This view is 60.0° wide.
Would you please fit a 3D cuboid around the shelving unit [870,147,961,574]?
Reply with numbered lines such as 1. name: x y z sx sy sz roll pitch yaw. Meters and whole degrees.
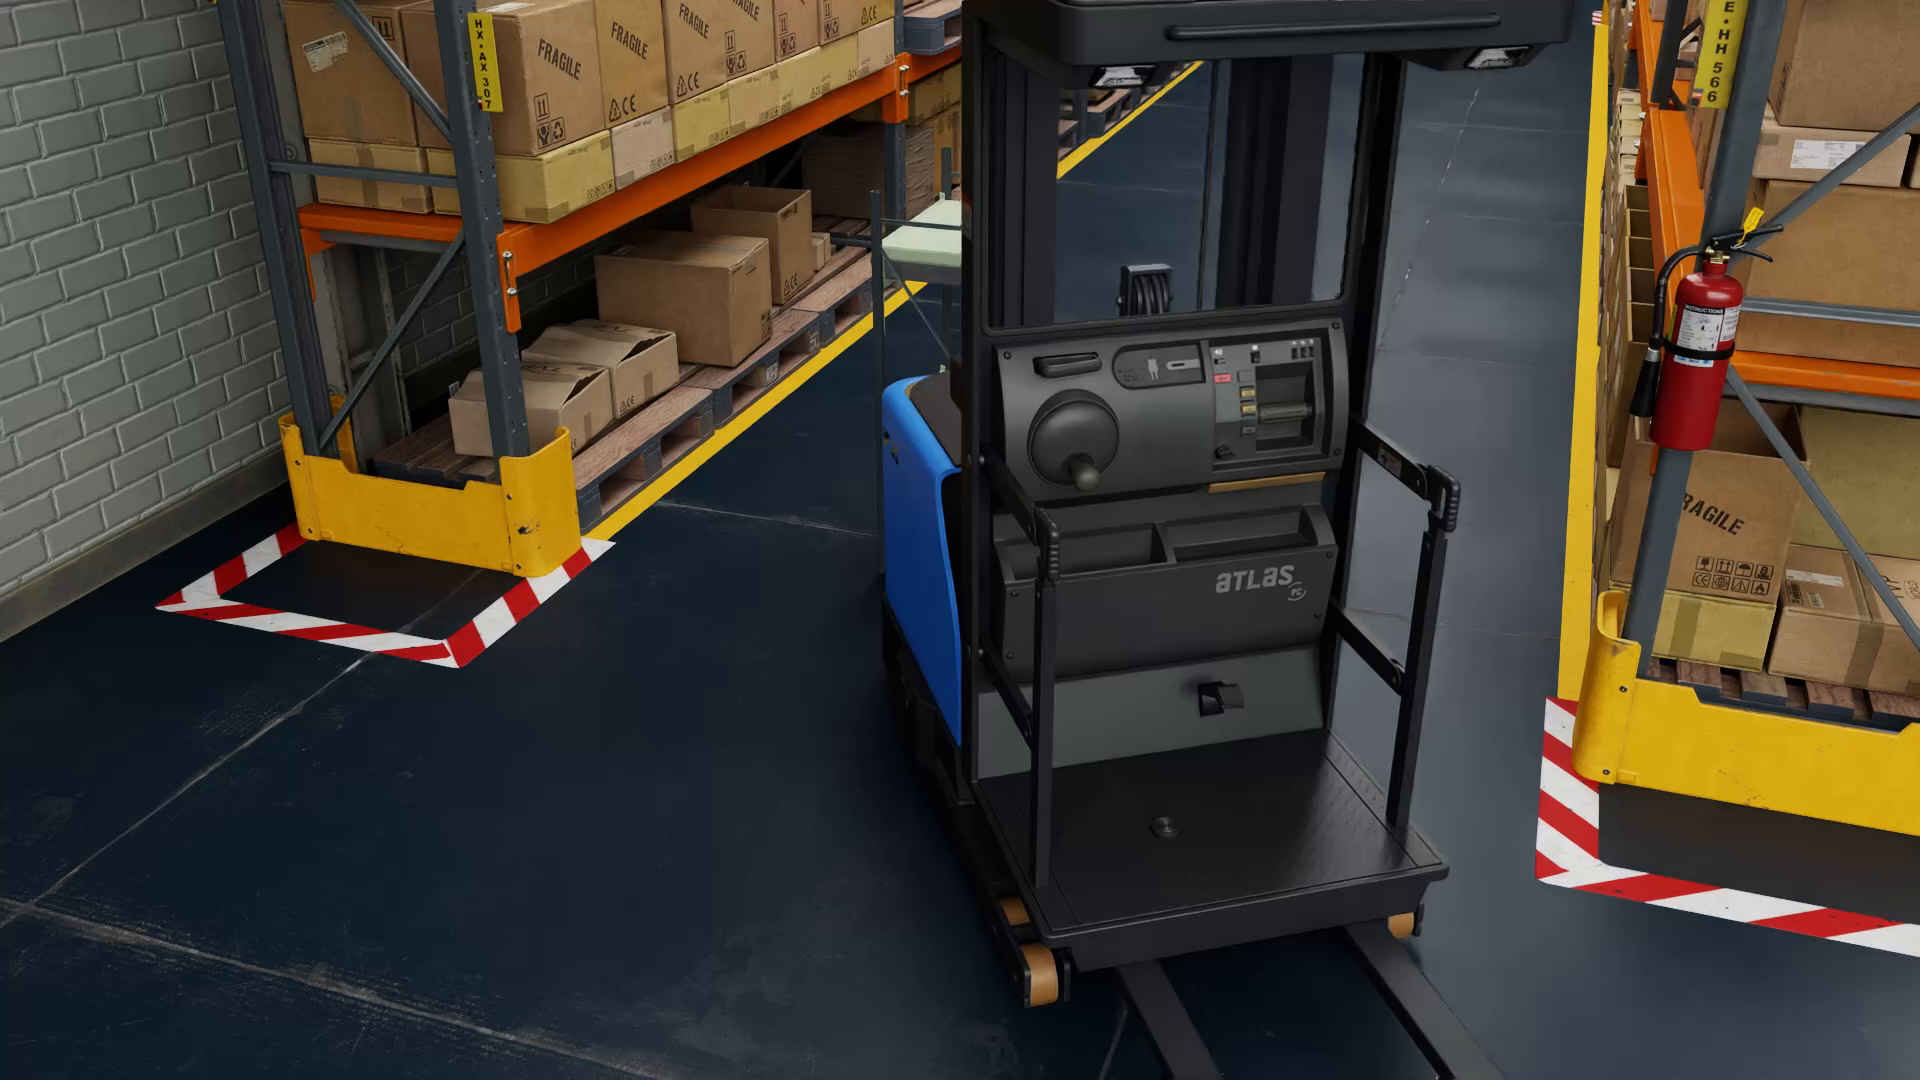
1. shelving unit: -0.002 -0.672 6.417 0.431 1.500 0.755 9 27 17

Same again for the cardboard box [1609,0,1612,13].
1. cardboard box: 7.244 -5.751 17.836 0.500 0.250 0.500 9 27 17

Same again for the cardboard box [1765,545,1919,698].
1. cardboard box: 2.923 0.257 5.450 0.500 0.250 0.500 9 27 17

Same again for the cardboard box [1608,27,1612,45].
1. cardboard box: 6.518 -4.888 16.169 0.380 0.149 0.250 9 27 17

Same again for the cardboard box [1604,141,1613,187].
1. cardboard box: 4.579 -2.463 11.068 0.500 0.250 0.500 8 27 16

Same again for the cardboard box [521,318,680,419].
1. cardboard box: -1.633 -0.813 7.568 0.500 0.311 0.500 11 28 22

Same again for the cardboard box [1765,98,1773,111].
1. cardboard box: 2.568 -1.233 4.995 0.380 0.149 0.250 9 27 19

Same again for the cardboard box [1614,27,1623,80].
1. cardboard box: 5.970 -4.223 14.394 0.500 0.500 0.500 9 27 18

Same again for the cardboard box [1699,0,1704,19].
1. cardboard box: 3.511 -2.398 7.403 0.380 0.149 0.250 9 27 18

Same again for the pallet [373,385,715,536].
1. pallet: -1.809 -0.425 7.385 1.003 0.211 1.213 9 27 17

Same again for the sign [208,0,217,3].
1. sign: -2.654 -2.072 5.896 0.100 0.325 0.005 9 27 17

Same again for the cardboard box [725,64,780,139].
1. cardboard box: -1.171 -2.047 7.686 0.500 0.250 0.500 9 27 18

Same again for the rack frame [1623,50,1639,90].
1. rack frame: 5.197 -3.891 11.344 1.000 3.000 0.127 9 27 17

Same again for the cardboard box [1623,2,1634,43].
1. cardboard box: 5.638 -4.164 13.412 0.500 0.250 0.500 8 27 16

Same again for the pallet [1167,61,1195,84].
1. pallet: 1.670 -4.668 16.150 1.003 0.211 1.213 9 27 17

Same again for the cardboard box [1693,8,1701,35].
1. cardboard box: 4.479 -3.028 9.446 0.500 0.500 0.500 9 27 18

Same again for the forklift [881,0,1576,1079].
1. forklift: 0.605 -0.308 4.024 1.130 2.935 3.031 -7 27 -13

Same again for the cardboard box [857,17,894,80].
1. cardboard box: -0.678 -2.667 8.965 0.500 0.250 0.500 9 27 18

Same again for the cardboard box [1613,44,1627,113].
1. cardboard box: 5.459 -3.595 13.096 0.500 0.500 0.500 8 27 16

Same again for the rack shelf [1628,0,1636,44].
1. rack shelf: 5.863 -4.389 13.198 1.077 0.370 4.000 9 27 17

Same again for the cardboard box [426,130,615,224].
1. cardboard box: -1.676 -1.416 6.382 0.500 0.250 0.500 8 27 16

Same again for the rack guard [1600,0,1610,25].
1. rack guard: 7.834 -6.022 18.614 1.175 0.500 0.348 9 27 17

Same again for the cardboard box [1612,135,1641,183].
1. cardboard box: 4.237 -2.284 10.056 0.500 0.311 0.500 8 27 17

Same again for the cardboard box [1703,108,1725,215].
1. cardboard box: 3.215 -1.475 6.239 0.700 0.500 0.500 10 27 19

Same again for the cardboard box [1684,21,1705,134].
1. cardboard box: 3.724 -2.109 7.548 0.700 0.500 0.500 8 27 16

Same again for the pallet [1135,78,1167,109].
1. pallet: 1.266 -4.165 15.111 1.003 0.211 1.213 9 27 17

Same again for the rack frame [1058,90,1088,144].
1. rack frame: 0.524 -4.608 12.824 1.000 3.000 0.127 9 27 17

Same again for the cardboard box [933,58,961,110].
1. cardboard box: -0.264 -3.075 11.162 0.500 0.250 0.500 8 27 16

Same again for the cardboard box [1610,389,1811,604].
1. cardboard box: 2.433 -0.156 5.442 0.500 0.500 0.500 9 27 17

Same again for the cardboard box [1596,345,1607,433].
1. cardboard box: 3.083 -0.642 7.308 0.500 0.250 0.500 9 27 17

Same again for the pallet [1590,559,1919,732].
1. pallet: 2.750 0.331 5.823 1.003 0.211 1.213 9 27 17

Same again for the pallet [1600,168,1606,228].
1. pallet: 4.886 -2.303 11.264 1.003 0.211 1.213 9 27 17

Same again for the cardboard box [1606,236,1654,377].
1. cardboard box: 3.084 -0.980 7.144 0.500 0.500 0.500 9 27 17

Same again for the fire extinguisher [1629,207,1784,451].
1. fire extinguisher: 2.058 -0.587 4.609 0.296 0.674 0.183 9 27 17

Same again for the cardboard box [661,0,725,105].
1. cardboard box: -1.344 -2.165 7.067 0.500 0.500 0.500 8 27 16

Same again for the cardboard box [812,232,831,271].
1. cardboard box: -0.956 -1.662 9.488 0.380 0.166 0.250 5 26 11

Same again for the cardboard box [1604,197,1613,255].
1. cardboard box: 4.070 -1.829 9.758 0.500 0.250 0.500 9 27 19

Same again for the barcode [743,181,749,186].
1. barcode: -1.213 -1.994 9.422 0.001 0.075 0.075 9 27 17

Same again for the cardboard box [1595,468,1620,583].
1. cardboard box: 2.590 -0.025 6.033 0.500 0.250 0.500 9 27 17

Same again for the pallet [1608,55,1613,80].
1. pallet: 6.758 -4.561 15.929 1.003 0.211 1.213 9 27 17

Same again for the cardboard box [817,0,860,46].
1. cardboard box: -0.833 -2.798 8.375 0.500 0.500 0.500 9 27 17

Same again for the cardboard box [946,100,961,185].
1. cardboard box: -0.245 -2.765 11.382 0.700 0.500 0.500 9 27 18

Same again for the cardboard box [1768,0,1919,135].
1. cardboard box: 2.720 -1.444 4.687 0.700 0.500 0.500 9 27 18

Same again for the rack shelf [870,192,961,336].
1. rack shelf: -0.002 -1.024 6.247 0.431 0.370 0.720 9 27 17

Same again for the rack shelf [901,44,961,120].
1. rack shelf: -0.141 -3.462 11.284 1.077 0.370 4.000 9 27 17

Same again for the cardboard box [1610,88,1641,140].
1. cardboard box: 4.746 -2.922 11.373 0.500 0.311 0.500 10 27 19

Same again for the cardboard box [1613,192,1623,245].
1. cardboard box: 3.730 -1.659 8.764 0.500 0.311 0.500 9 27 17

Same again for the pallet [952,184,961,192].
1. pallet: -0.145 -2.532 11.737 1.003 0.211 1.213 9 27 17
